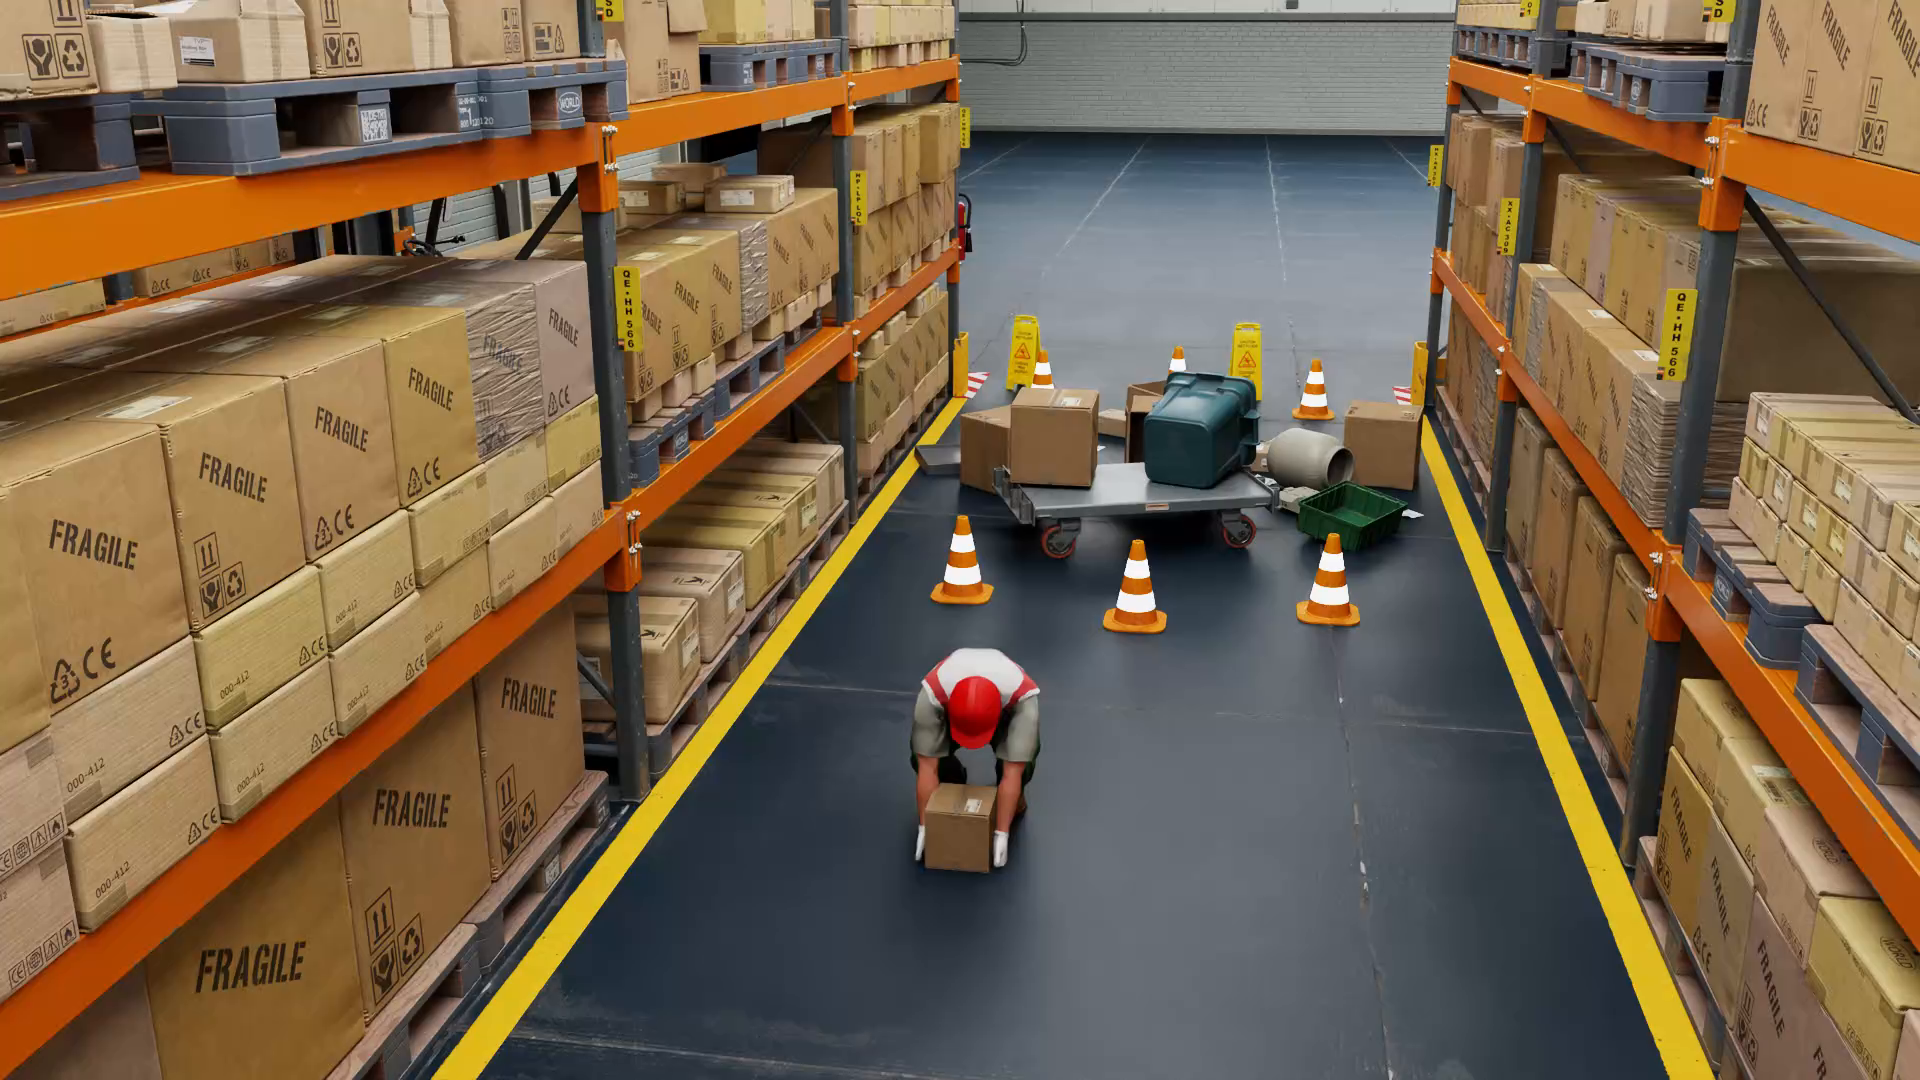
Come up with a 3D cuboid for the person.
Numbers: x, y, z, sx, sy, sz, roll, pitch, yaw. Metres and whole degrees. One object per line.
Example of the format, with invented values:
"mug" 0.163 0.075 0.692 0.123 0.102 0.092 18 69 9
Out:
"person" 0.064 0.828 6.733 0.541 0.879 0.923 3 18 8
